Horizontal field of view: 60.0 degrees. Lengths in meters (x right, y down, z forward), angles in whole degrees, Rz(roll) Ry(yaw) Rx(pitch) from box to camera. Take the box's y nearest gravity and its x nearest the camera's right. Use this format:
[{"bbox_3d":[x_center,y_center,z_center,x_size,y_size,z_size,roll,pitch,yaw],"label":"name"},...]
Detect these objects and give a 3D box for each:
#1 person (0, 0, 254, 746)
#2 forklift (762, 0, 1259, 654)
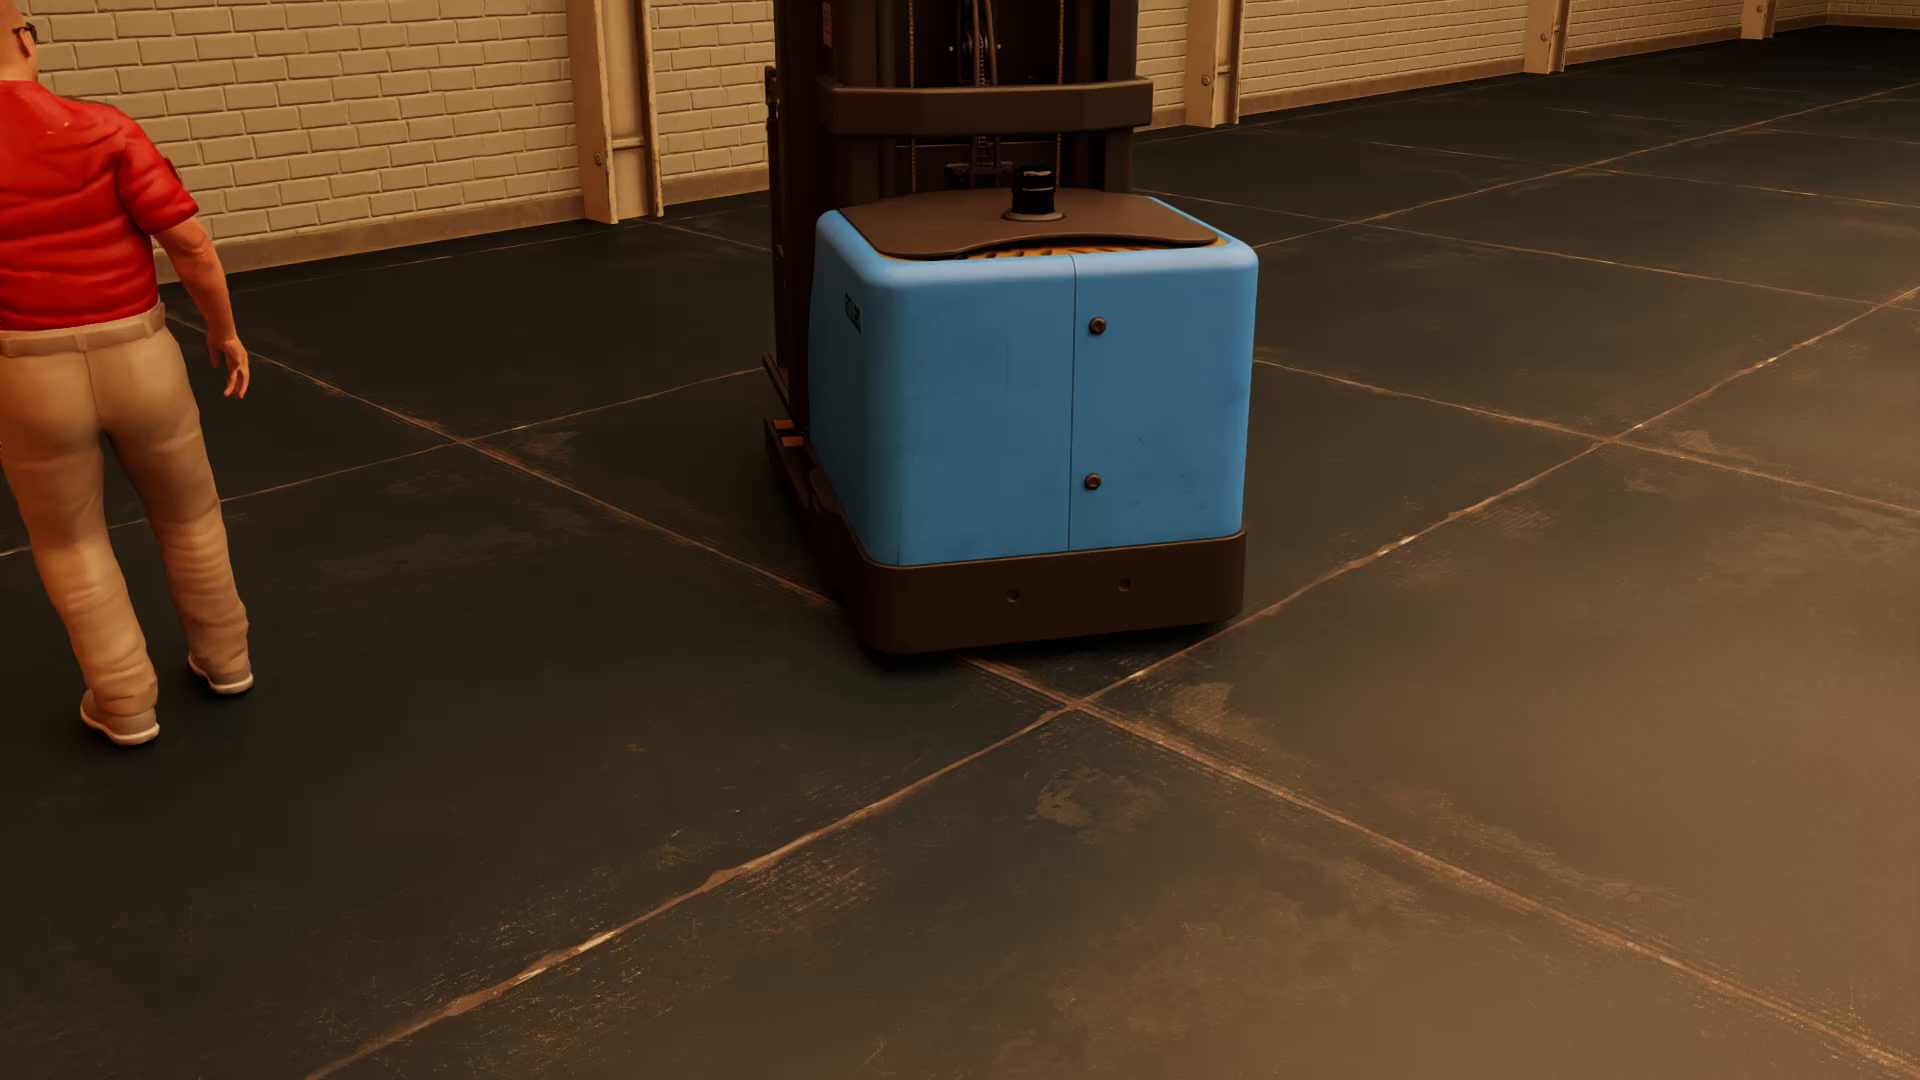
[{"bbox_3d":[-2.026,-0.383,3.837,0.702,1.729,0.538,-13,25,-29],"label":"person"},{"bbox_3d":[-0.071,-1.580,5.232,1.130,2.935,3.031,-5,22,-13],"label":"forklift"}]
